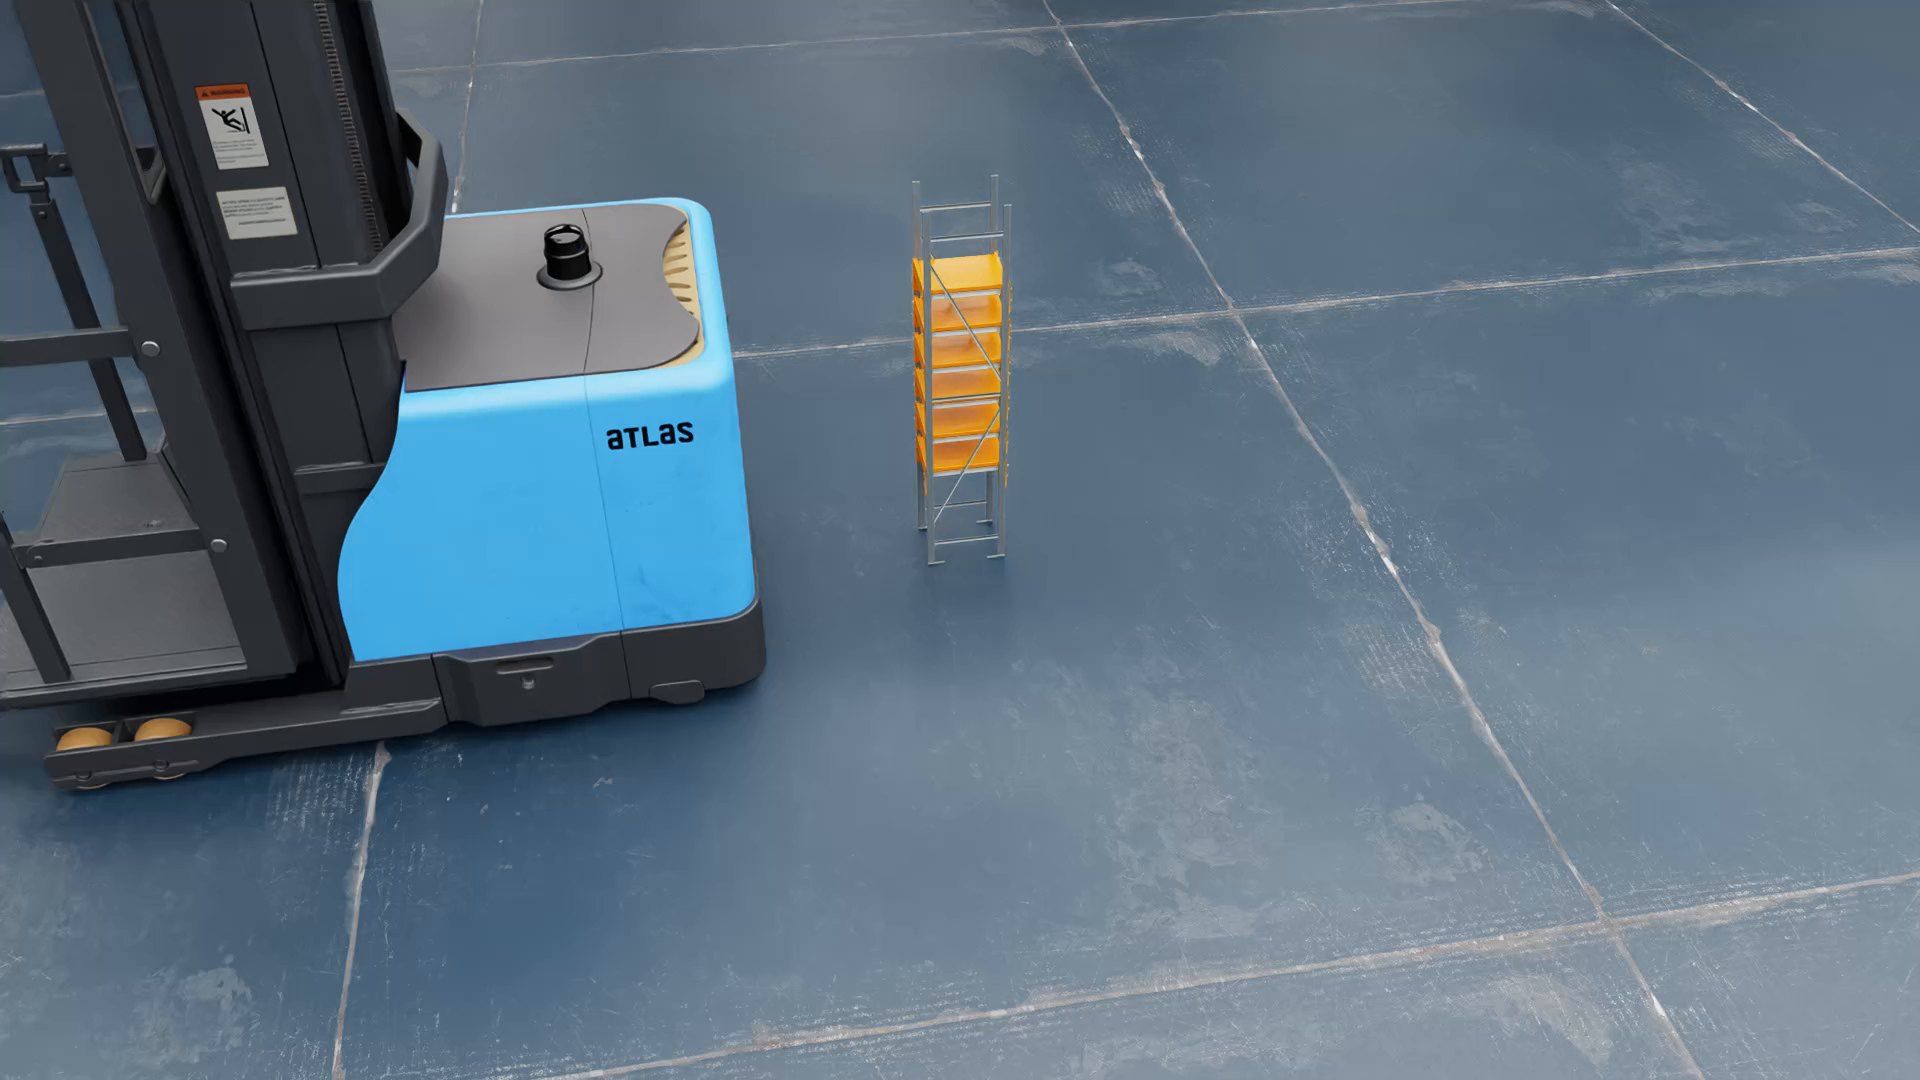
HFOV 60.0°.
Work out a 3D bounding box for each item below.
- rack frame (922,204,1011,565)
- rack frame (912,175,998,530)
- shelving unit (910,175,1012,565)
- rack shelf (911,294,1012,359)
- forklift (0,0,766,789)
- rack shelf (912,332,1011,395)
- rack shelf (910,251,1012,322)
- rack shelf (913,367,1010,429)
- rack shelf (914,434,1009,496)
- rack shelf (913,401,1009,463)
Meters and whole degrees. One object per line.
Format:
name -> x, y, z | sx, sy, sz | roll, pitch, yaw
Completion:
rack frame -> 0.019, -0.410, 4.800 | 0.240, 1.200, 0.006 | -6, 38, -8
rack frame -> -0.014, -0.520, 4.942 | 0.240, 1.200, 0.006 | -6, 38, -8
shelving unit -> 0.003, -0.465, 4.871 | 0.258, 1.200, 0.189 | -6, 38, -8
rack shelf -> 0.003, -0.620, 4.751 | 0.258, 0.103, 0.180 | -6, 38, -8
forklift -> -2.115, -0.851, 3.957 | 3.031, 2.935, 1.130 | -7, 38, -8
rack shelf -> 0.003, -0.525, 4.824 | 0.258, 0.103, 0.180 | -6, 38, -8
rack shelf -> 0.003, -0.714, 4.677 | 0.258, 0.103, 0.180 | -6, 38, -8
rack shelf -> 0.003, -0.430, 4.898 | 0.258, 0.103, 0.180 | -6, 38, -8
rack shelf -> 0.003, -0.240, 5.045 | 0.258, 0.103, 0.180 | -6, 38, -8
rack shelf -> 0.003, -0.335, 4.972 | 0.258, 0.103, 0.180 | -6, 38, -8
